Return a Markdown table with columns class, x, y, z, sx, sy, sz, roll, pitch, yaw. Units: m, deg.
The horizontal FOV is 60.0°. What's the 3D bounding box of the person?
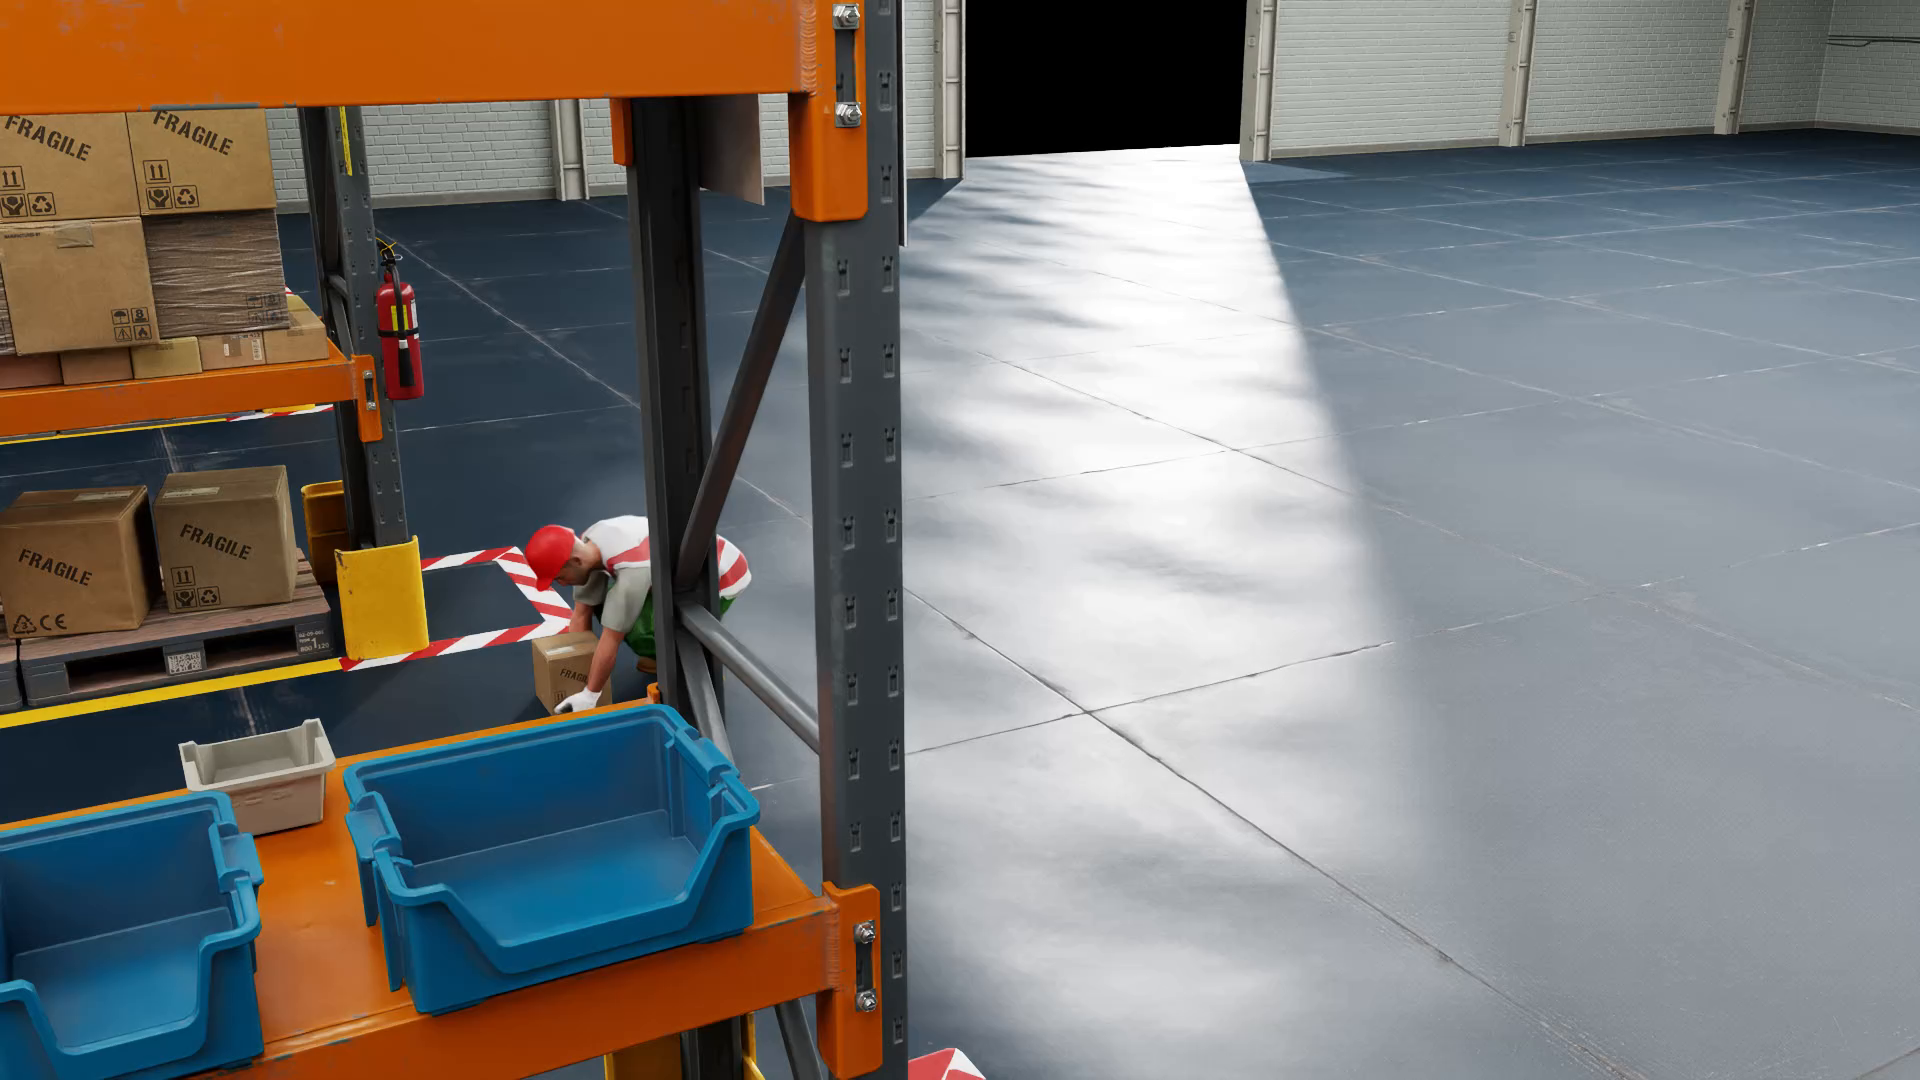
| class | x | y | z | sx | sy | sz | roll | pitch | yaw |
| --- | --- | --- | --- | --- | --- | --- | --- | --- | --- |
| person | -1.324 | 0.289 | 6.895 | 0.929 | 0.866 | 0.542 | -10 | 21 | -28 |
